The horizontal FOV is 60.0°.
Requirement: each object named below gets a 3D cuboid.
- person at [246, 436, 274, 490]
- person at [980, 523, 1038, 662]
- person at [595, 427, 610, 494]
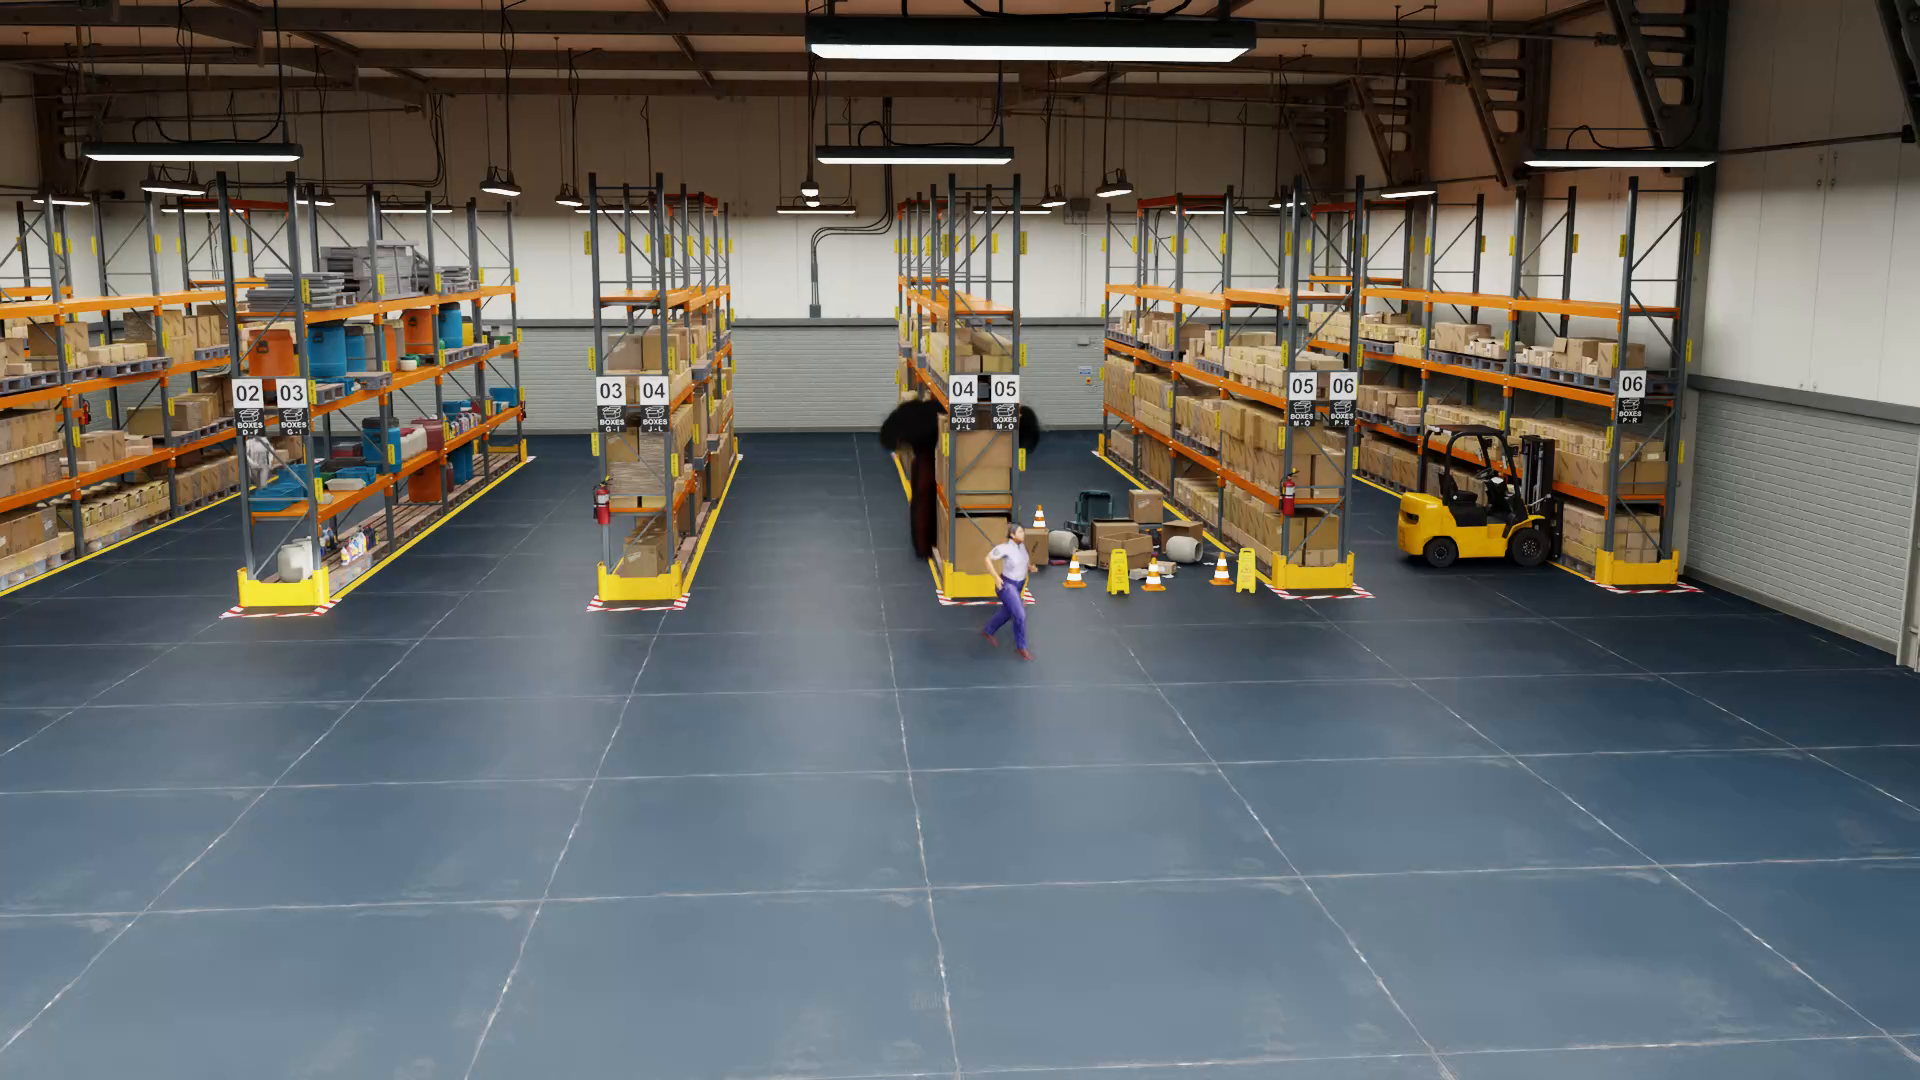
[{"bbox_3d":[-13.394,-1.373,31.745,0.595,1.663,0.790,-4,11,-24],"label":"person"},{"bbox_3d":[0.578,0.630,20.474,0.910,1.678,0.636,7,12,33],"label":"person"},{"bbox_3d":[-7.155,-1.756,33.851,0.515,1.713,0.819,1,10,4],"label":"person"}]
